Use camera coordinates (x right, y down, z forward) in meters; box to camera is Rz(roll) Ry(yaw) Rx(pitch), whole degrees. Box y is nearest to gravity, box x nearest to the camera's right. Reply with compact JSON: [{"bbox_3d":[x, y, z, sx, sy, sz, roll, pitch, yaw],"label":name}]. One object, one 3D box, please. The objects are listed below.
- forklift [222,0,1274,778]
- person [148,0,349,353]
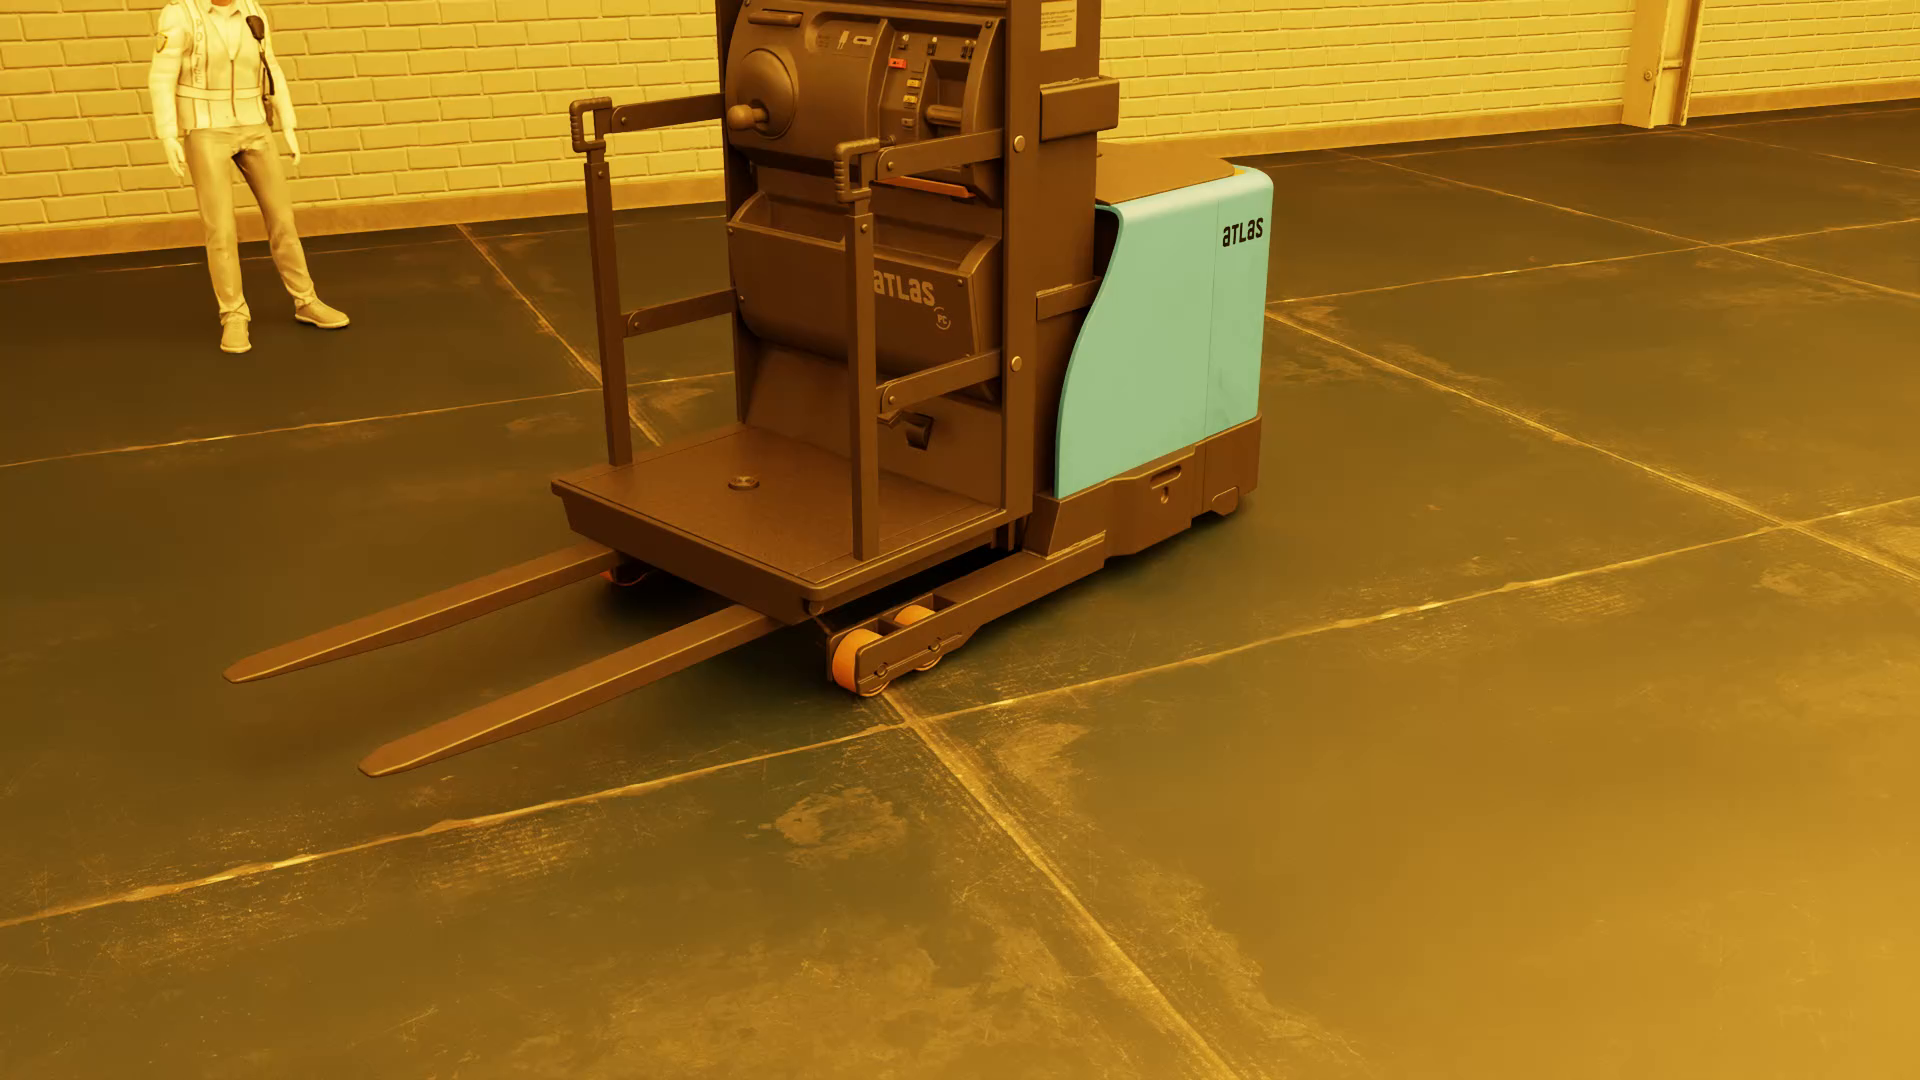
[{"bbox_3d":[-0.413,-1.182,4.131,1.130,2.935,3.031,19,29,39],"label":"forklift"},{"bbox_3d":[-3.025,-1.671,6.966,0.417,1.670,0.633,20,30,39],"label":"person"}]
